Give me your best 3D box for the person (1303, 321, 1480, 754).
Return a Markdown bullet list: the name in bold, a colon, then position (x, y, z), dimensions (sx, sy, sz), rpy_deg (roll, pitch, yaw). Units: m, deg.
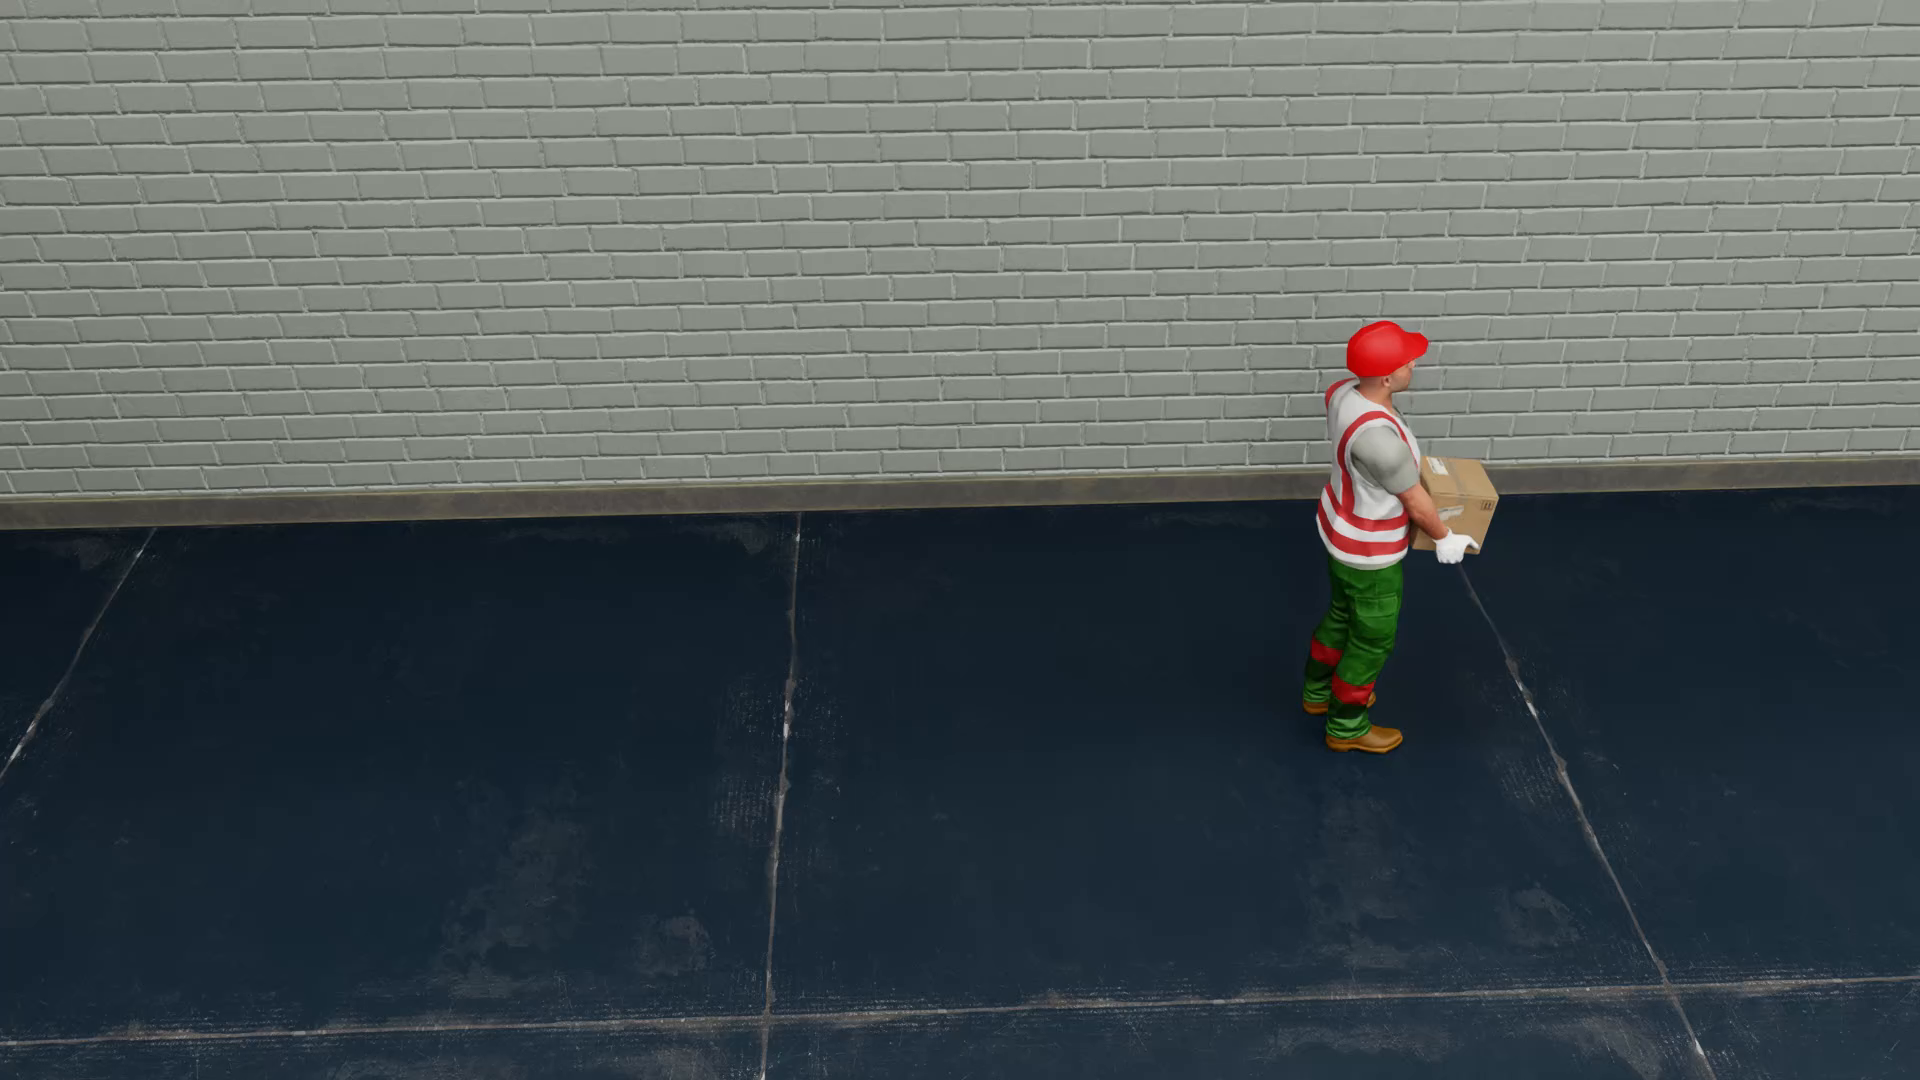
- **person**: position (1.585, -0.001, 6.128), dimensions (0.554, 1.784, 0.494), rpy_deg (-1, 35, -1)
